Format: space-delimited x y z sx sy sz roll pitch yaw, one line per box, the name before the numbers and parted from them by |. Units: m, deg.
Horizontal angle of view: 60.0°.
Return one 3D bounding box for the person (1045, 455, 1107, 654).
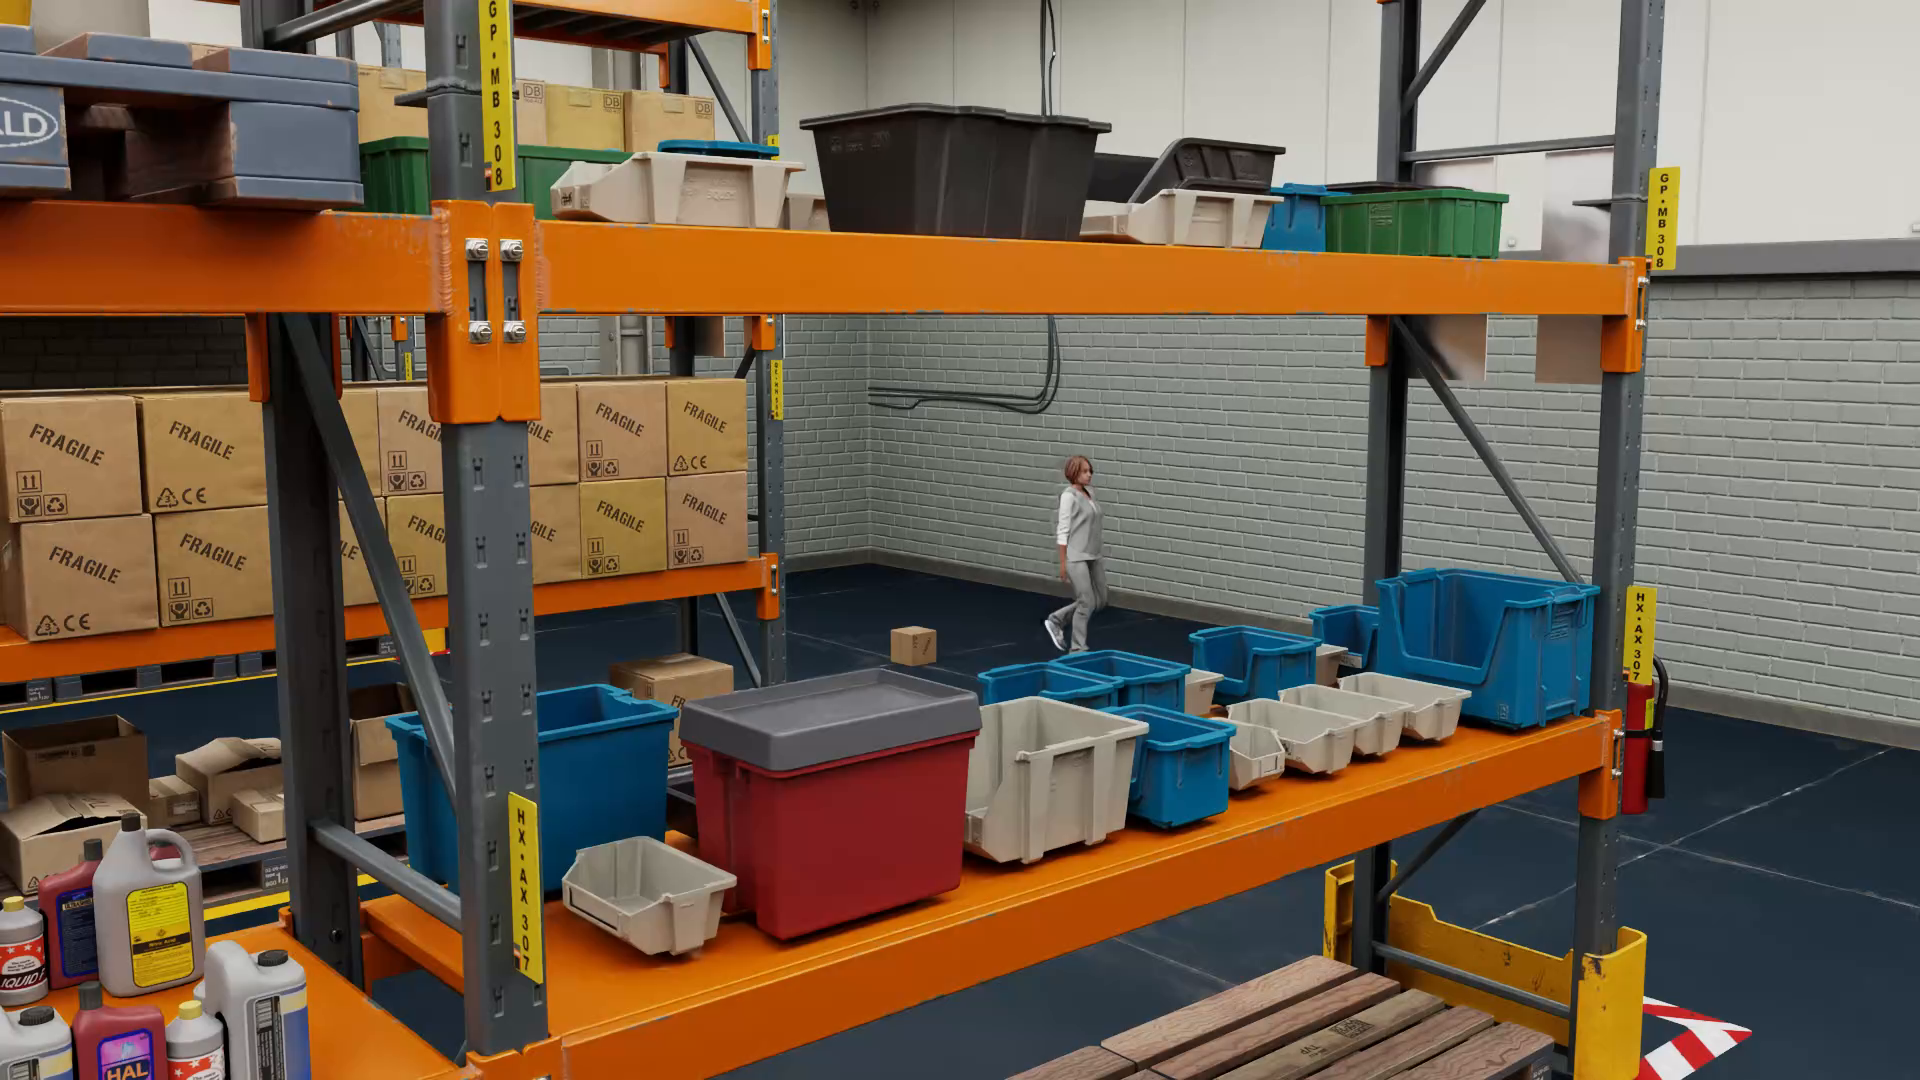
person | 0.863 0.158 12.521 0.557 1.579 0.422 5 9 31
